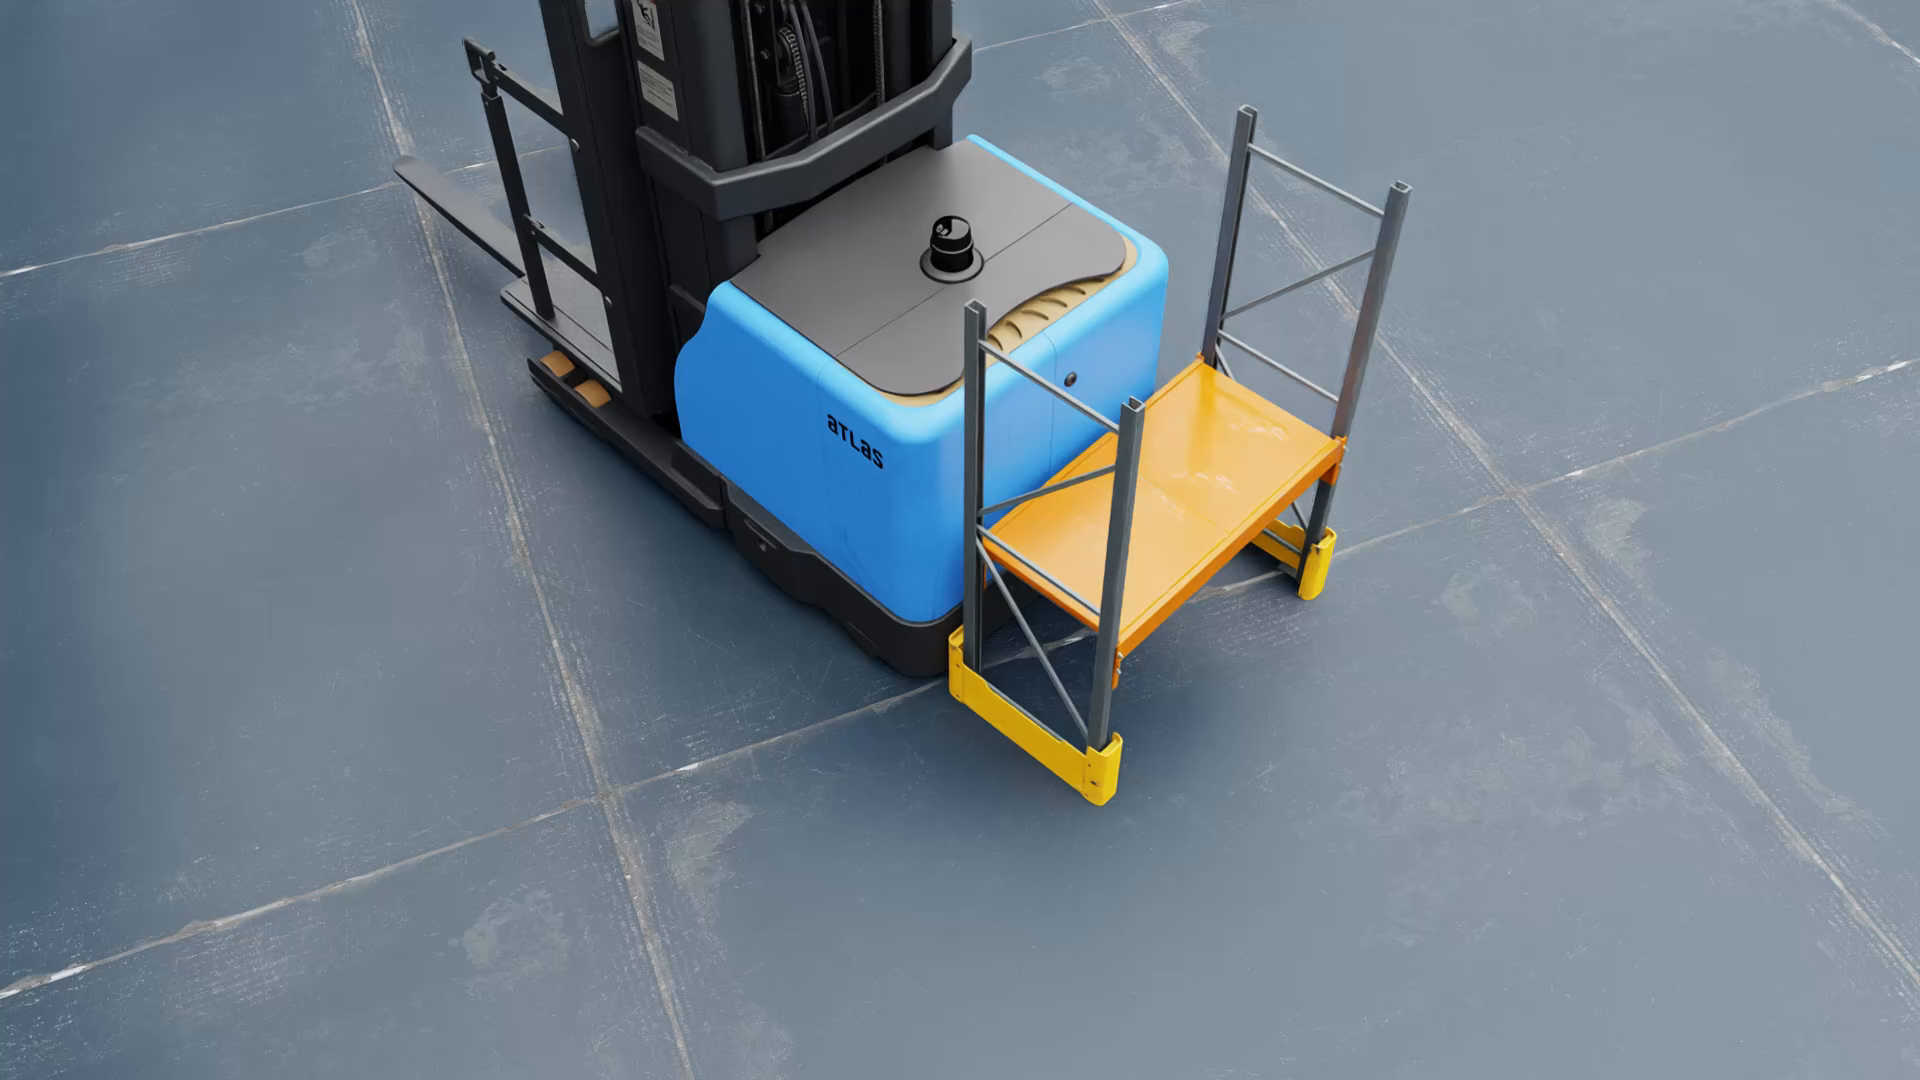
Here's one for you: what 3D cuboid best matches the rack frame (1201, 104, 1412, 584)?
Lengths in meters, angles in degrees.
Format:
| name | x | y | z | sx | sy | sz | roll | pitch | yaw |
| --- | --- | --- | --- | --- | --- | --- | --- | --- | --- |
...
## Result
| name | x | y | z | sx | sy | sz | roll | pitch | yaw |
| --- | --- | --- | --- | --- | --- | --- | --- | --- | --- |
| rack frame | 0.896 | -0.481 | 4.675 | 0.500 | 1.500 | 0.032 | 35 | 58 | 26 |

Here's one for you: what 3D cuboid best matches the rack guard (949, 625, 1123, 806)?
| name | x | y | z | sx | sy | sz | roll | pitch | yaw |
| --- | --- | --- | --- | --- | --- | --- | --- | --- | --- |
| rack guard | 0.202 | 0.489 | 4.666 | 0.587 | 0.250 | 0.087 | 35 | 58 | 26 |

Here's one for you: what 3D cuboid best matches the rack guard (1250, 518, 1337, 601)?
| name | x | y | z | sx | sy | sz | roll | pitch | yaw |
| --- | --- | --- | --- | --- | --- | --- | --- | --- | --- |
| rack guard | 0.883 | -0.063 | 5.139 | 0.587 | 0.250 | 0.087 | 35 | 58 | 26 |

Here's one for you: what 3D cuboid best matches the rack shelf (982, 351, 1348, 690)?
| name | x | y | z | sx | sy | sz | roll | pitch | yaw |
| --- | --- | --- | --- | --- | --- | --- | --- | --- | --- |
| rack shelf | 0.549 | -0.082 | 4.569 | 0.538 | 0.185 | 1.000 | 35 | 58 | 26 |

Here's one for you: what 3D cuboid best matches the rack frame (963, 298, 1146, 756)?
| name | x | y | z | sx | sy | sz | roll | pitch | yaw |
| --- | --- | --- | --- | --- | --- | --- | --- | --- | --- |
| rack frame | 0.201 | 0.082 | 4.191 | 0.500 | 1.500 | 0.032 | 35 | 58 | 26 |

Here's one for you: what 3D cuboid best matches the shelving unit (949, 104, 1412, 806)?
| name | x | y | z | sx | sy | sz | roll | pitch | yaw |
| --- | --- | --- | --- | --- | --- | --- | --- | --- | --- |
| shelving unit | 0.542 | -0.195 | 4.428 | 0.587 | 1.500 | 1.083 | 35 | 58 | 26 |

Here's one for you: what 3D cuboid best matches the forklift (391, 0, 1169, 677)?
| name | x | y | z | sx | sy | sz | roll | pitch | yaw |
| --- | --- | --- | --- | --- | --- | --- | --- | --- | --- |
| forklift | -0.807 | -1.574 | 4.669 | 1.130 | 2.935 | 3.031 | -37 | 59 | -27 |
